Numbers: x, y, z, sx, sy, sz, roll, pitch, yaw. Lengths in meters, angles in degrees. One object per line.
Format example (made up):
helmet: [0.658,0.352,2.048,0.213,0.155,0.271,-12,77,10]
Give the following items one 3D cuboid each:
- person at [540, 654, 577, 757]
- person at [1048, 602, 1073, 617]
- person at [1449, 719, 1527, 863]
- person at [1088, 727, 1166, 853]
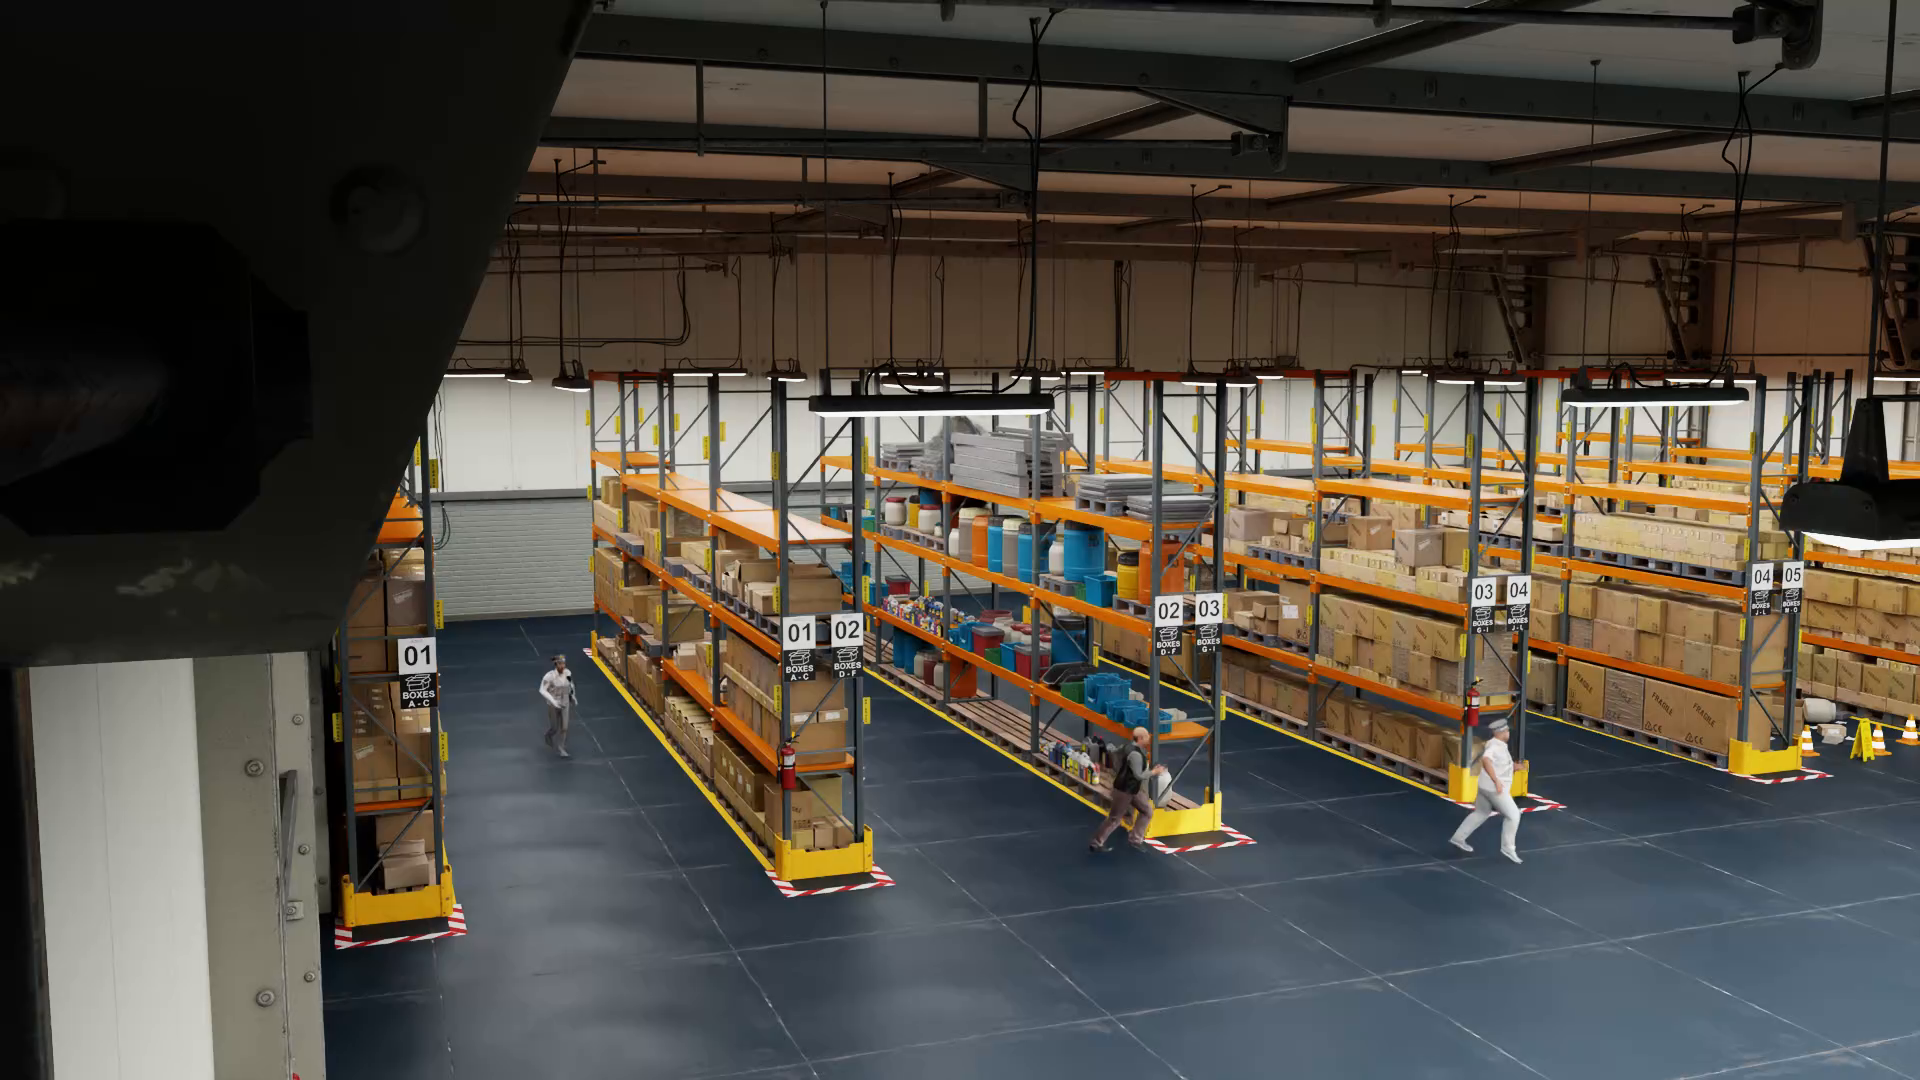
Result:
person: [-6.401,2.587,26.355,0.614,1.646,0.726,-4,8,-35]
person: [2.100,1.552,33.667,0.564,1.741,0.726,-3,7,-23]
person: [6.630,3.143,20.795,0.906,1.840,0.699,0,6,3]
person: [2.104,3.163,20.905,0.962,1.671,0.578,1,6,10]
